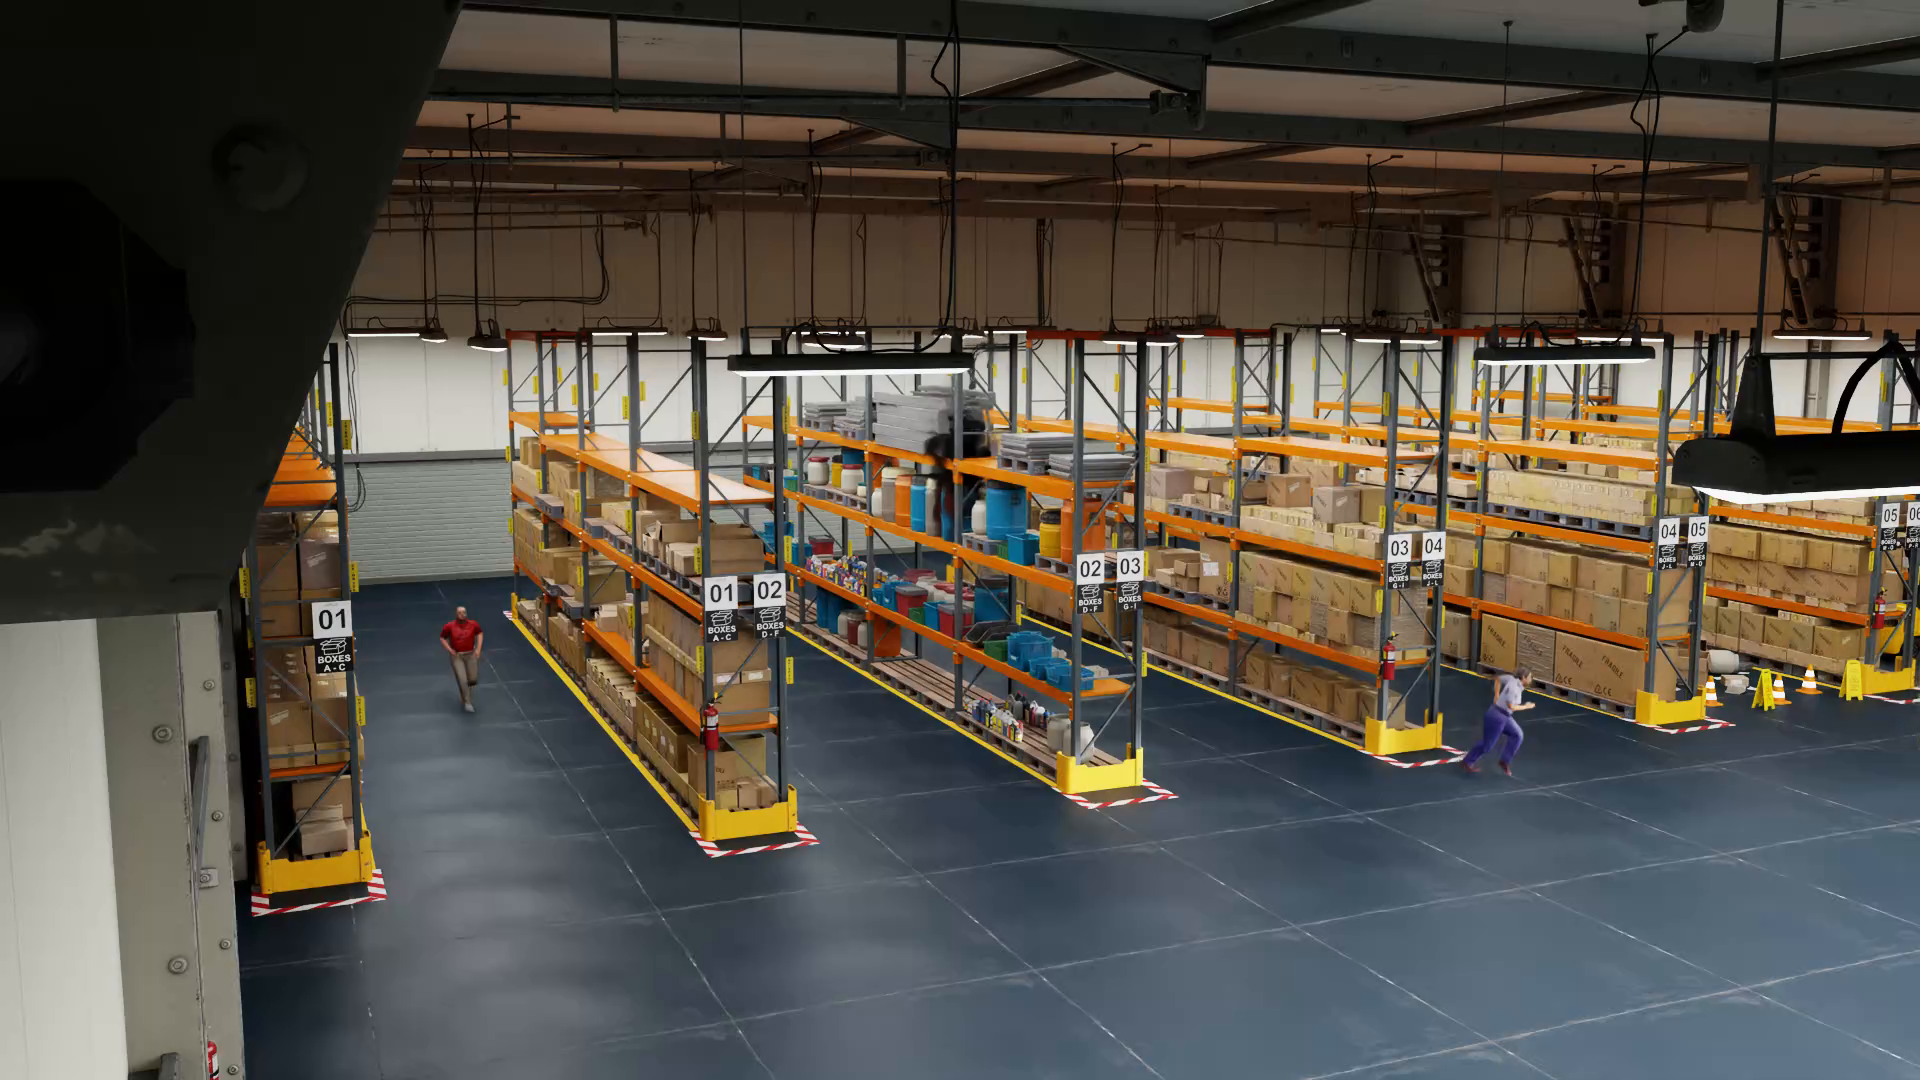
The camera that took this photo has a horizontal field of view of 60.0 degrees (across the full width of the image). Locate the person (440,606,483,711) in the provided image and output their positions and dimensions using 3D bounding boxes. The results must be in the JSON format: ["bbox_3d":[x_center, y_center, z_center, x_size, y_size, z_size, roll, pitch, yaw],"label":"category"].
[{"bbox_3d":[-7.986,1.885,26.703,0.681,1.691,0.556,-4,9,-26],"label":"person"}]

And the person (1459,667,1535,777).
[{"bbox_3d":[7.388,2.498,22.856,0.957,1.582,0.645,2,8,17],"label":"person"}]
